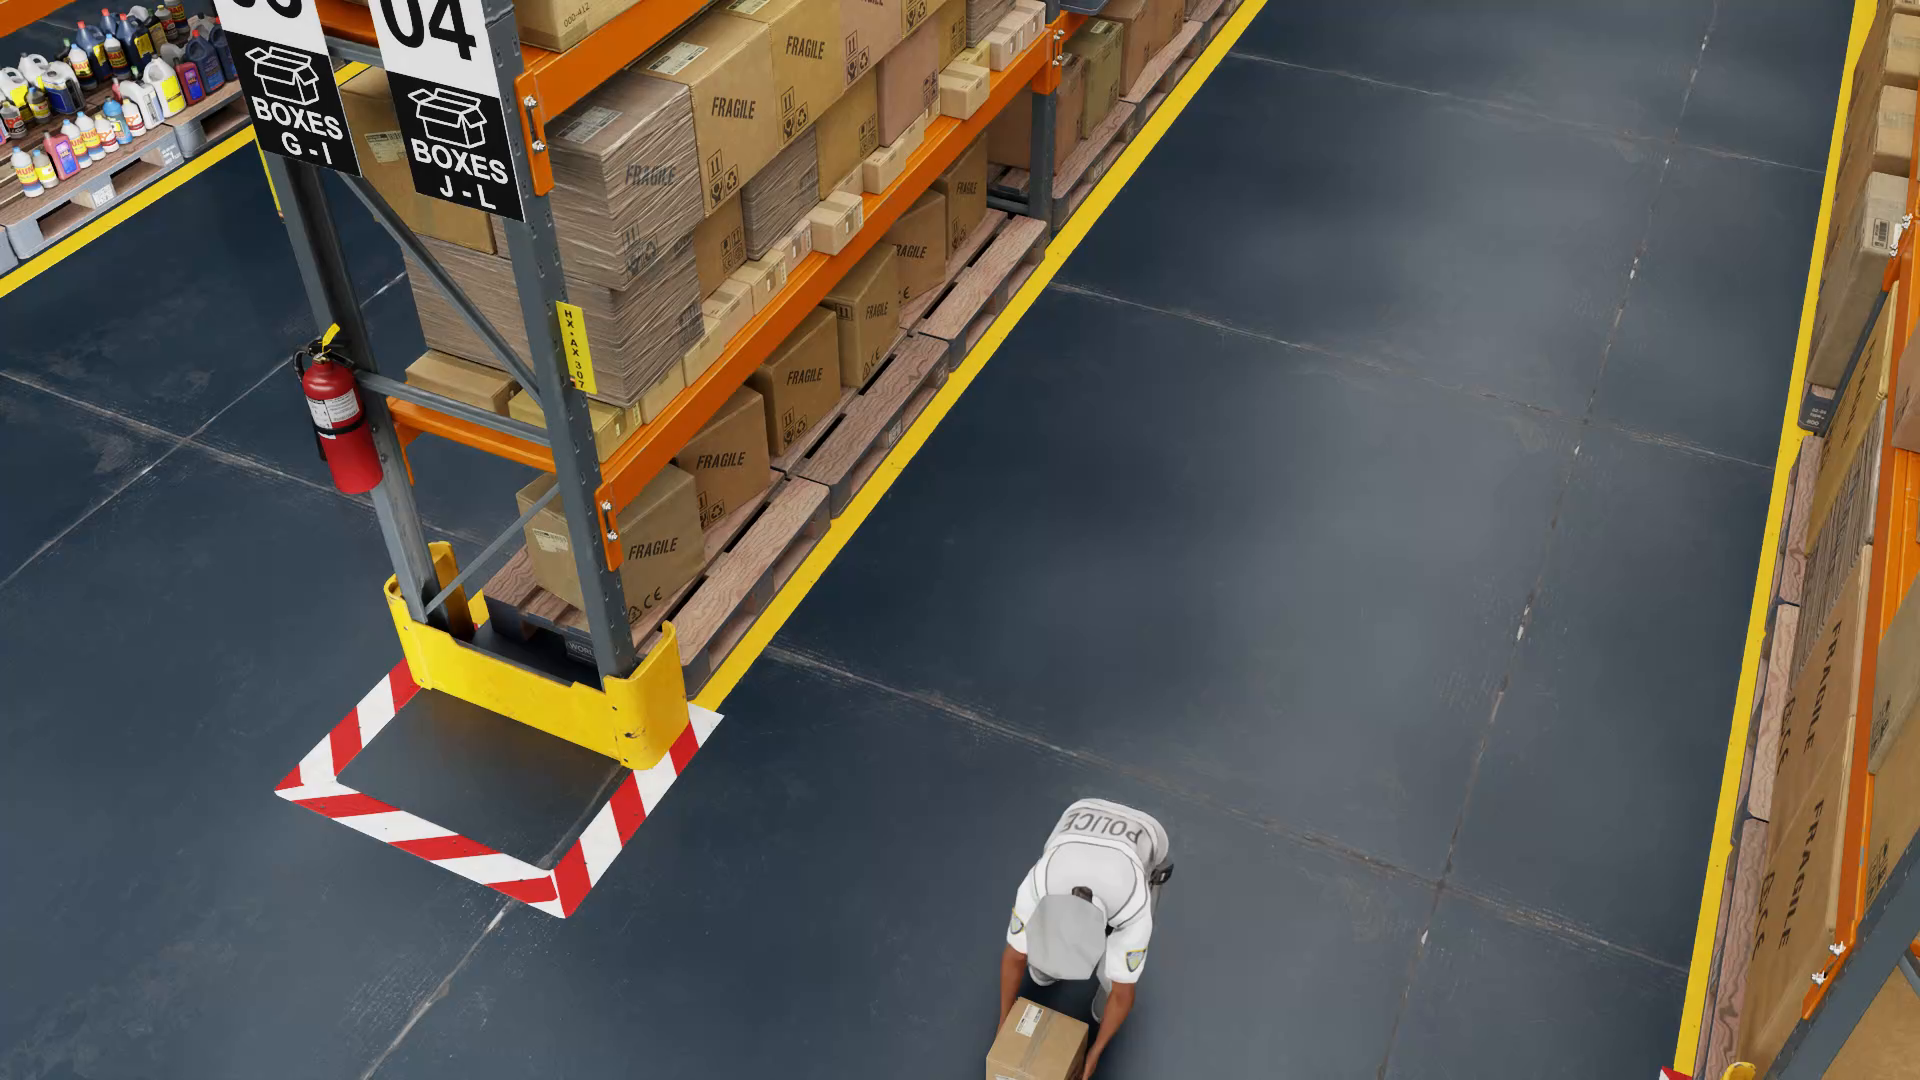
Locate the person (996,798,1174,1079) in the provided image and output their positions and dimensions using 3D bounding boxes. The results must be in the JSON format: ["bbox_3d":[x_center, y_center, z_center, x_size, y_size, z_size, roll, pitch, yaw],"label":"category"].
[{"bbox_3d":[0.405,1.231,5.368,0.478,0.914,0.864,17,45,18],"label":"person"}]
